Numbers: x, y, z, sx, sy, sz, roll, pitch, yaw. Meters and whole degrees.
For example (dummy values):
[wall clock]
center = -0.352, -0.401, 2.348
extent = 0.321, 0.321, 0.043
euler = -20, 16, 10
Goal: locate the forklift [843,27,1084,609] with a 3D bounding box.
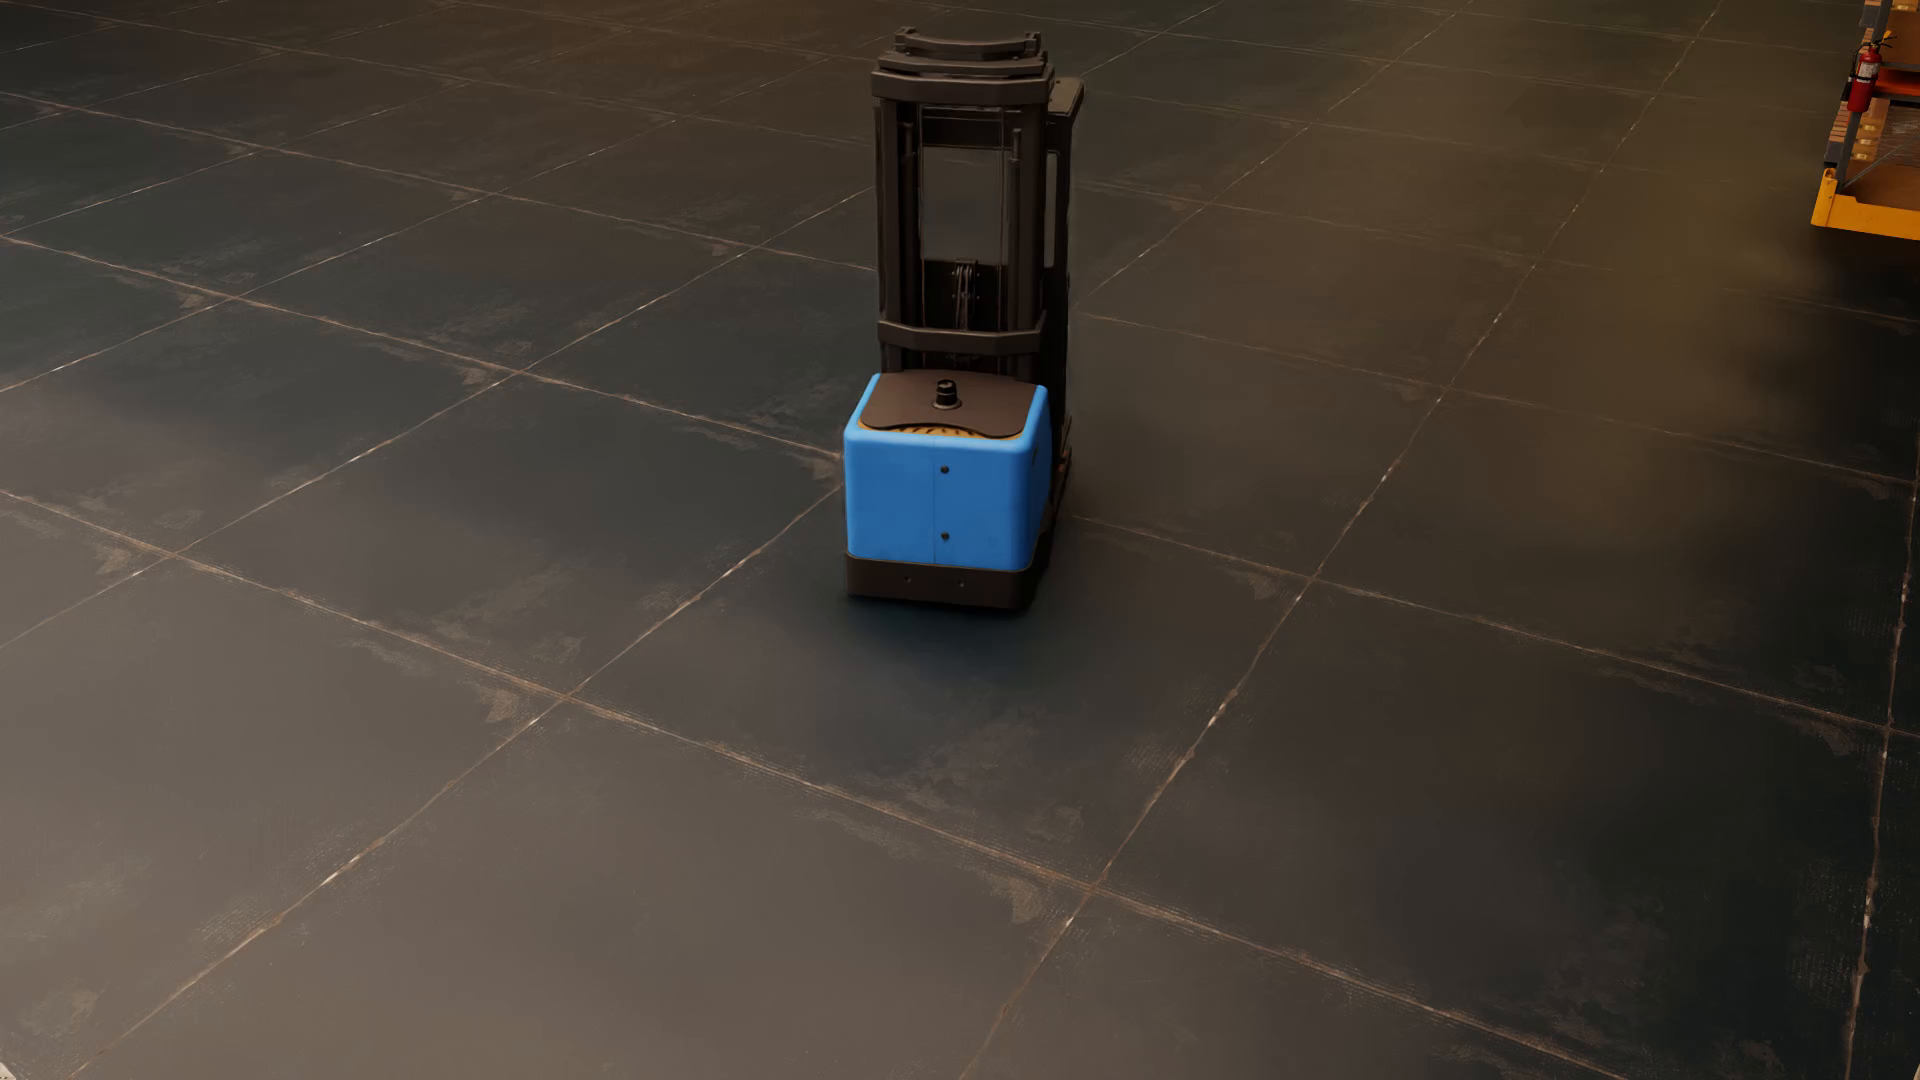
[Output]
[forklift]
center = 0.112, -1.607, 9.854
extent = 1.130, 2.935, 3.031
euler = 5, 30, 8

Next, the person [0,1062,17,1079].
[person]
center = -3.183, 1.818, 5.219
extent = 0.817, 1.644, 0.665
euler = 21, 36, 32
